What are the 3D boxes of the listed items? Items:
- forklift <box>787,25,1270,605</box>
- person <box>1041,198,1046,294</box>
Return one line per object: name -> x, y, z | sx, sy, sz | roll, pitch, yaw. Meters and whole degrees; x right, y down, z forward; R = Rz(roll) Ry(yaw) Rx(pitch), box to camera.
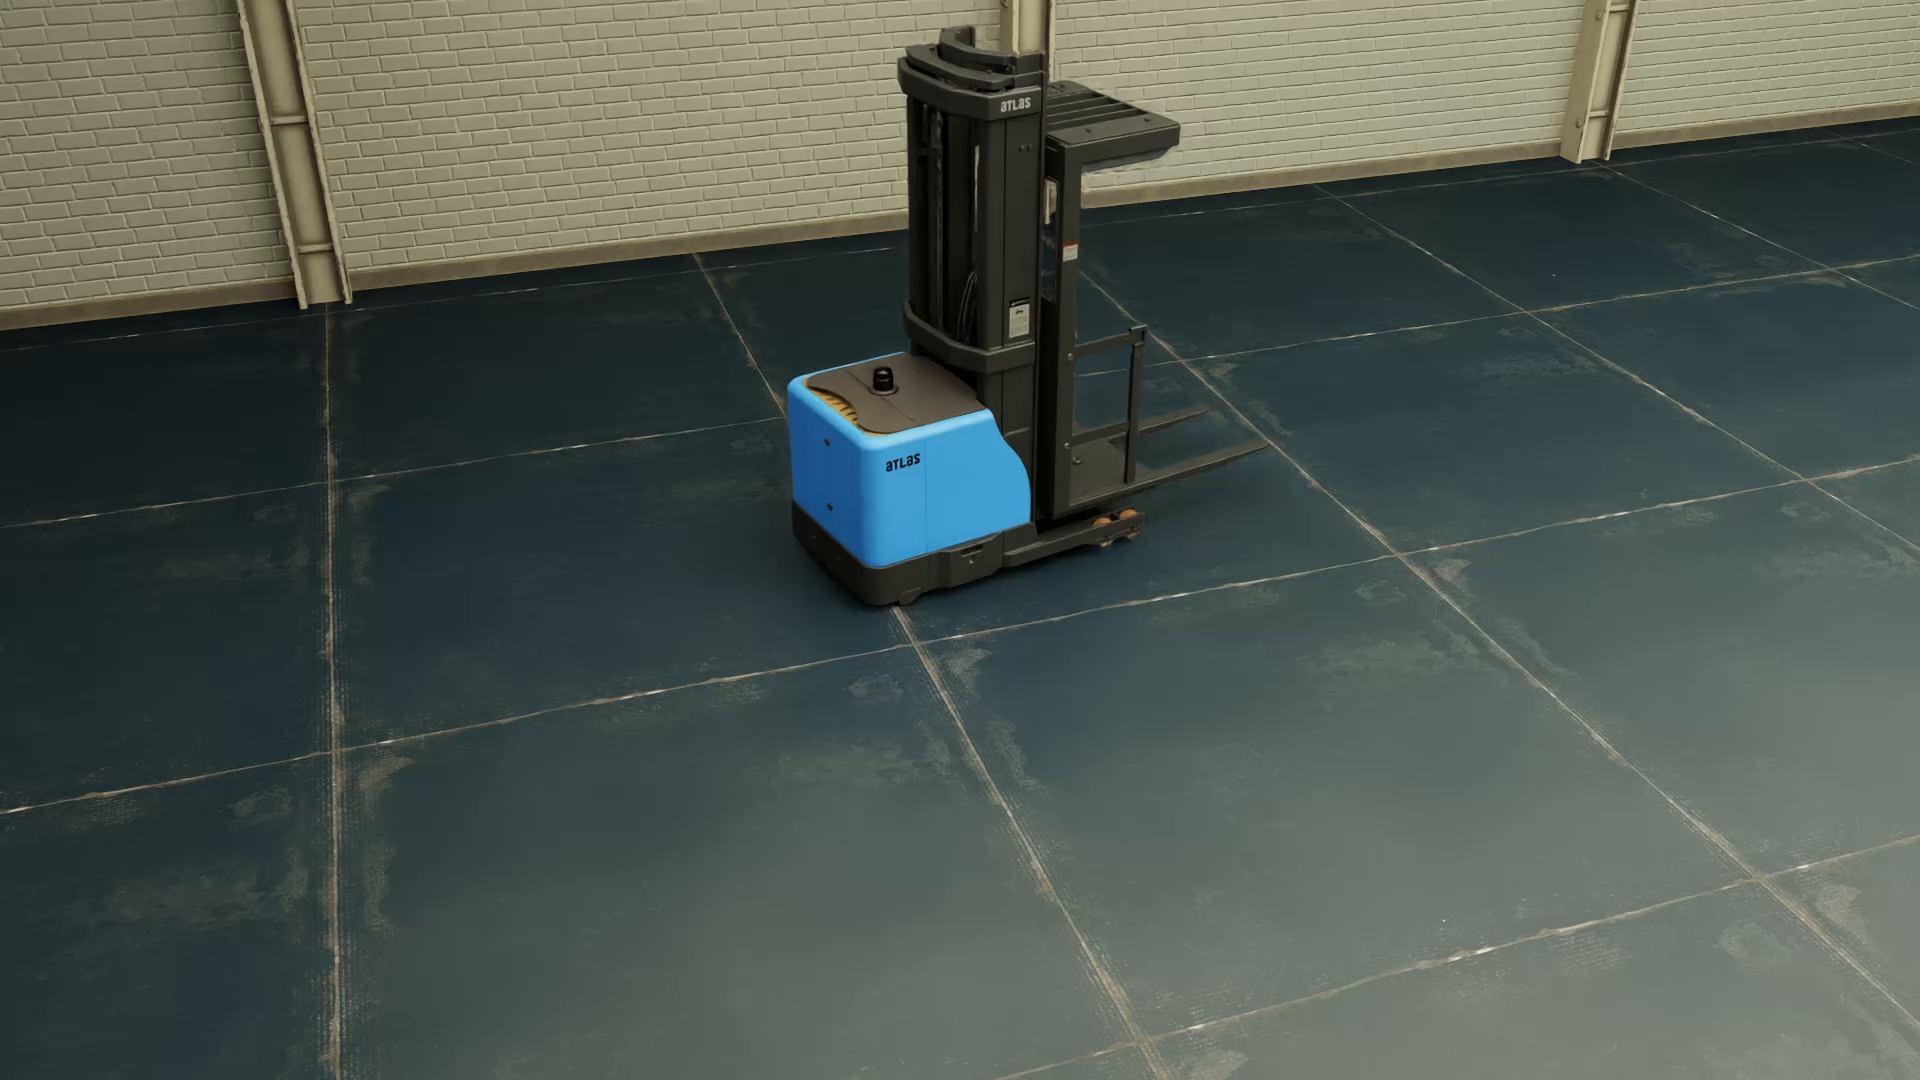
forklift -> 0.523, -1.442, 9.593 | 3.031, 2.935, 1.130 | -17, 34, -27
person -> 0.519, -2.182, 12.248 | 0.451, 1.576, 0.617 | -1, 30, -1
